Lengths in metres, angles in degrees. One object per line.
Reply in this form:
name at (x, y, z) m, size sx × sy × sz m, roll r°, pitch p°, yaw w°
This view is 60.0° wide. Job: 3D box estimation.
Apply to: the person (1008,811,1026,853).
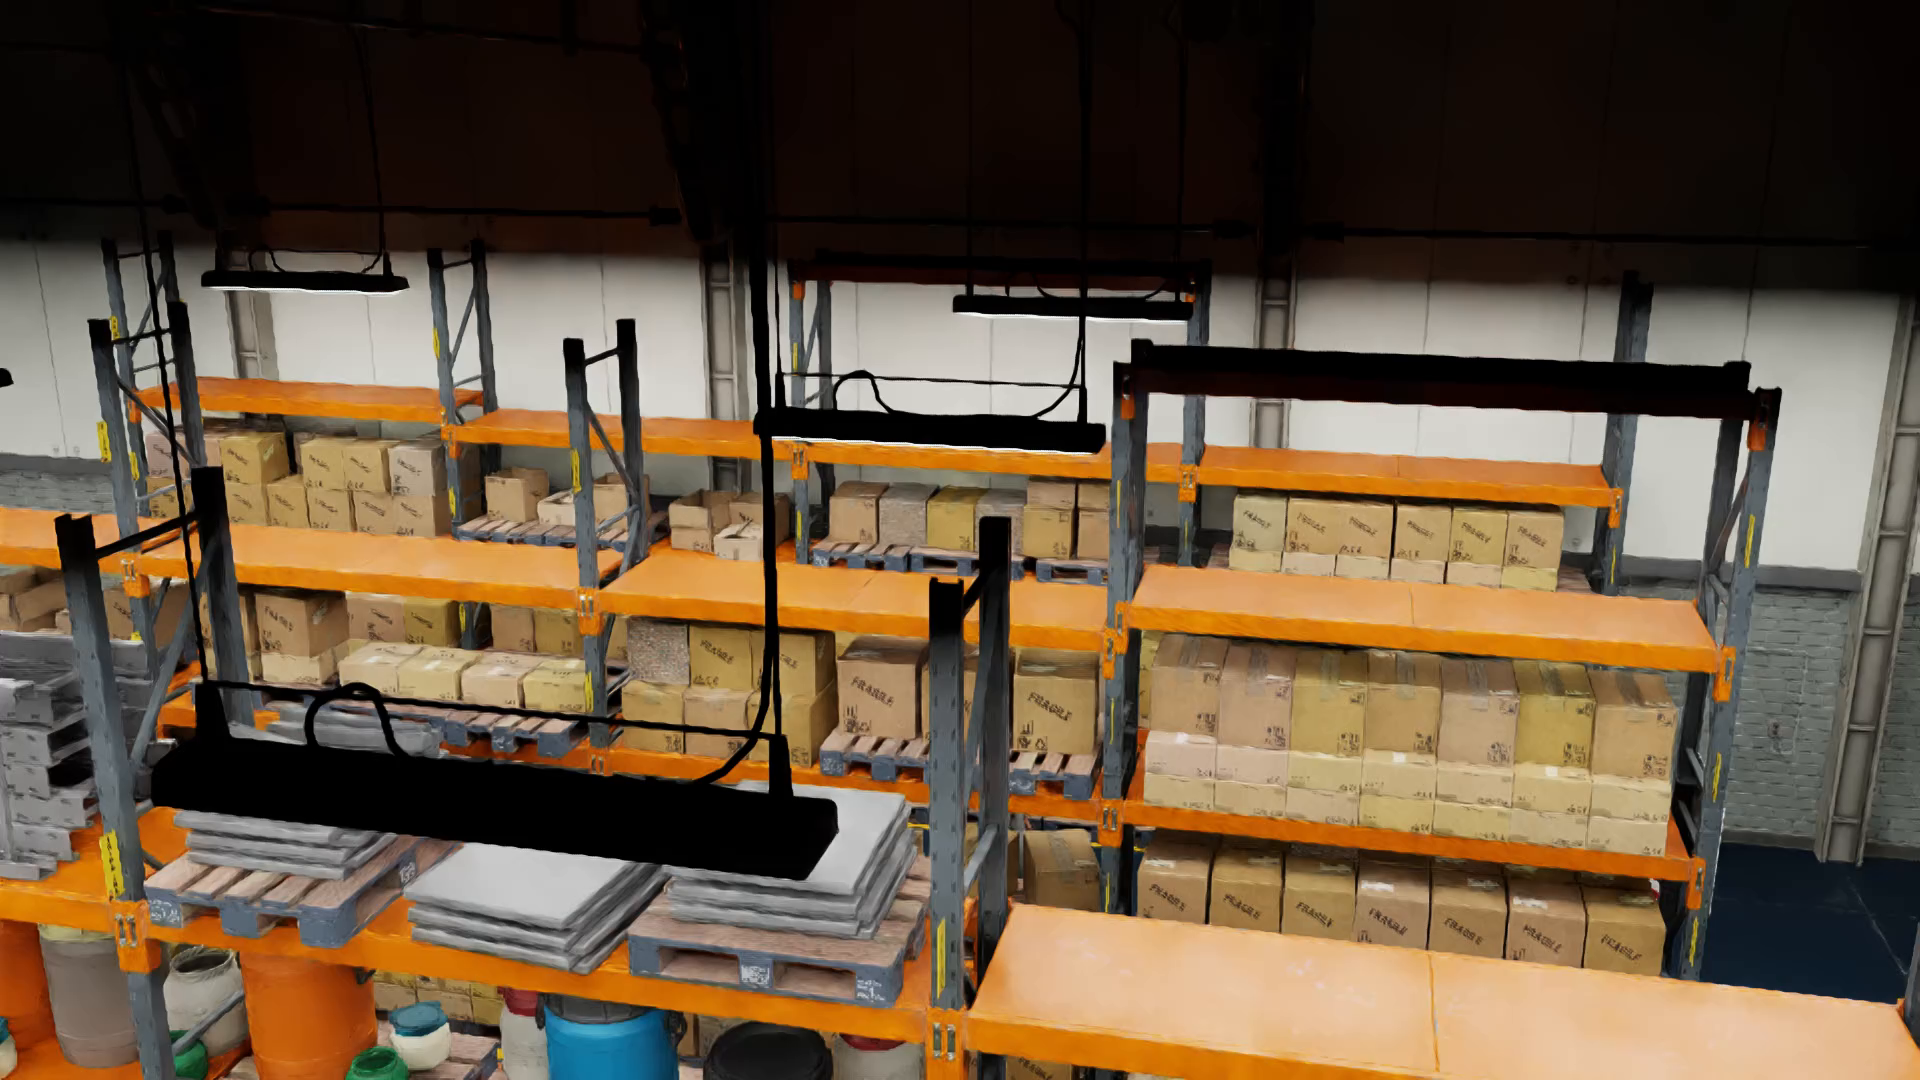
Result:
person at (0.444, 2.637, 15.525) m, size 0.296 × 0.599 × 0.451 m, roll 4°, pitch 17°, yaw 12°
